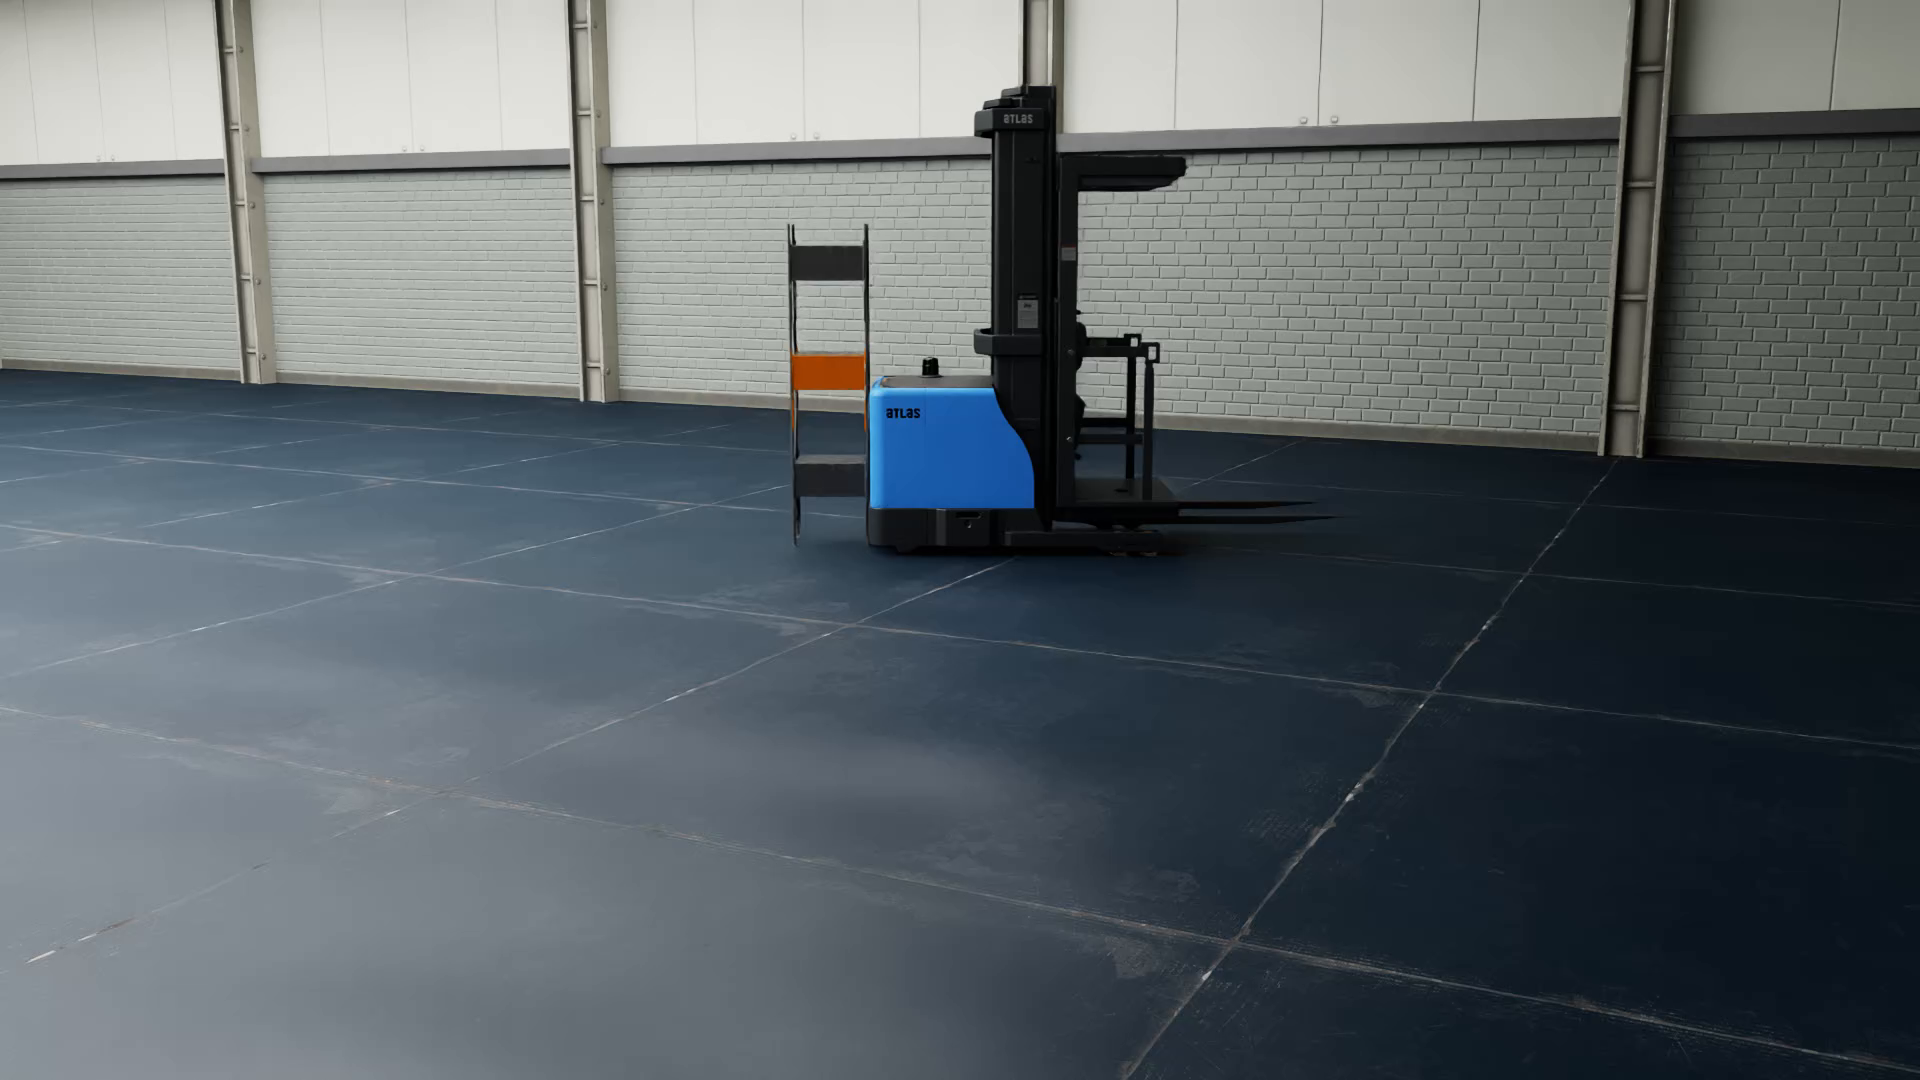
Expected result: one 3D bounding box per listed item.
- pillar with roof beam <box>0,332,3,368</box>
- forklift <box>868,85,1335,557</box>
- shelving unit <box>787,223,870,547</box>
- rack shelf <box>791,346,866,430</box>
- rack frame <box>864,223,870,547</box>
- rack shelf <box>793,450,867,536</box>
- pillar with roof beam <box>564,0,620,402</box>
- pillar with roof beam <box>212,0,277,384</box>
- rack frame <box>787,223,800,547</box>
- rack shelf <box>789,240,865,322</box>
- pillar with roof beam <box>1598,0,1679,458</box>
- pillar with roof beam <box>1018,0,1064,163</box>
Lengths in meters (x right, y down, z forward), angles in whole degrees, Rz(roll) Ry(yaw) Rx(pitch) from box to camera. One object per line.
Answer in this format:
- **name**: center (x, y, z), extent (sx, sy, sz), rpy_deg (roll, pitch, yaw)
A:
- **pillar with roof beam**: center (-17.189, -6.437, 21.526), extent (0.400, 9.000, 9.100), rpy_deg (5, 11, 26)
- **forklift**: center (0.922, -1.430, 10.900), extent (3.031, 2.935, 1.130), rpy_deg (0, 10, -1)
- **shelving unit**: center (-0.853, -1.021, 10.975), extent (0.503, 2.100, 0.431), rpy_deg (0, 10, -1)
- **rack shelf**: center (-0.853, -1.008, 10.978), extent (0.480, 0.518, 0.431), rpy_deg (0, 10, -1)
- **rack frame**: center (-0.609, -1.022, 10.979), extent (0.015, 2.100, 0.400), rpy_deg (0, 10, -1)
- **rack shelf**: center (-0.853, -0.319, 11.102), extent (0.480, 0.518, 0.431), rpy_deg (0, 10, -1)
- **pillar with roof beam**: center (-6.428, -5.491, 16.301), extent (0.400, 9.000, 9.100), rpy_deg (5, 11, 26)
- **pillar with roof beam**: center (-11.809, -5.964, 18.914), extent (0.400, 9.000, 9.100), rpy_deg (5, 11, 26)
- **rack frame**: center (-1.097, -1.020, 10.971), extent (0.015, 2.100, 0.400), rpy_deg (0, 10, -1)
- **rack shelf**: center (-0.853, -1.696, 10.853), extent (0.480, 0.518, 0.431), rpy_deg (0, 10, -1)
- **pillar with roof beam**: center (4.334, -4.545, 11.077), extent (0.400, 9.000, 9.100), rpy_deg (5, 11, 26)
- **pillar with roof beam**: center (-1.047, -5.018, 13.689), extent (0.400, 9.000, 9.100), rpy_deg (5, 11, 26)
